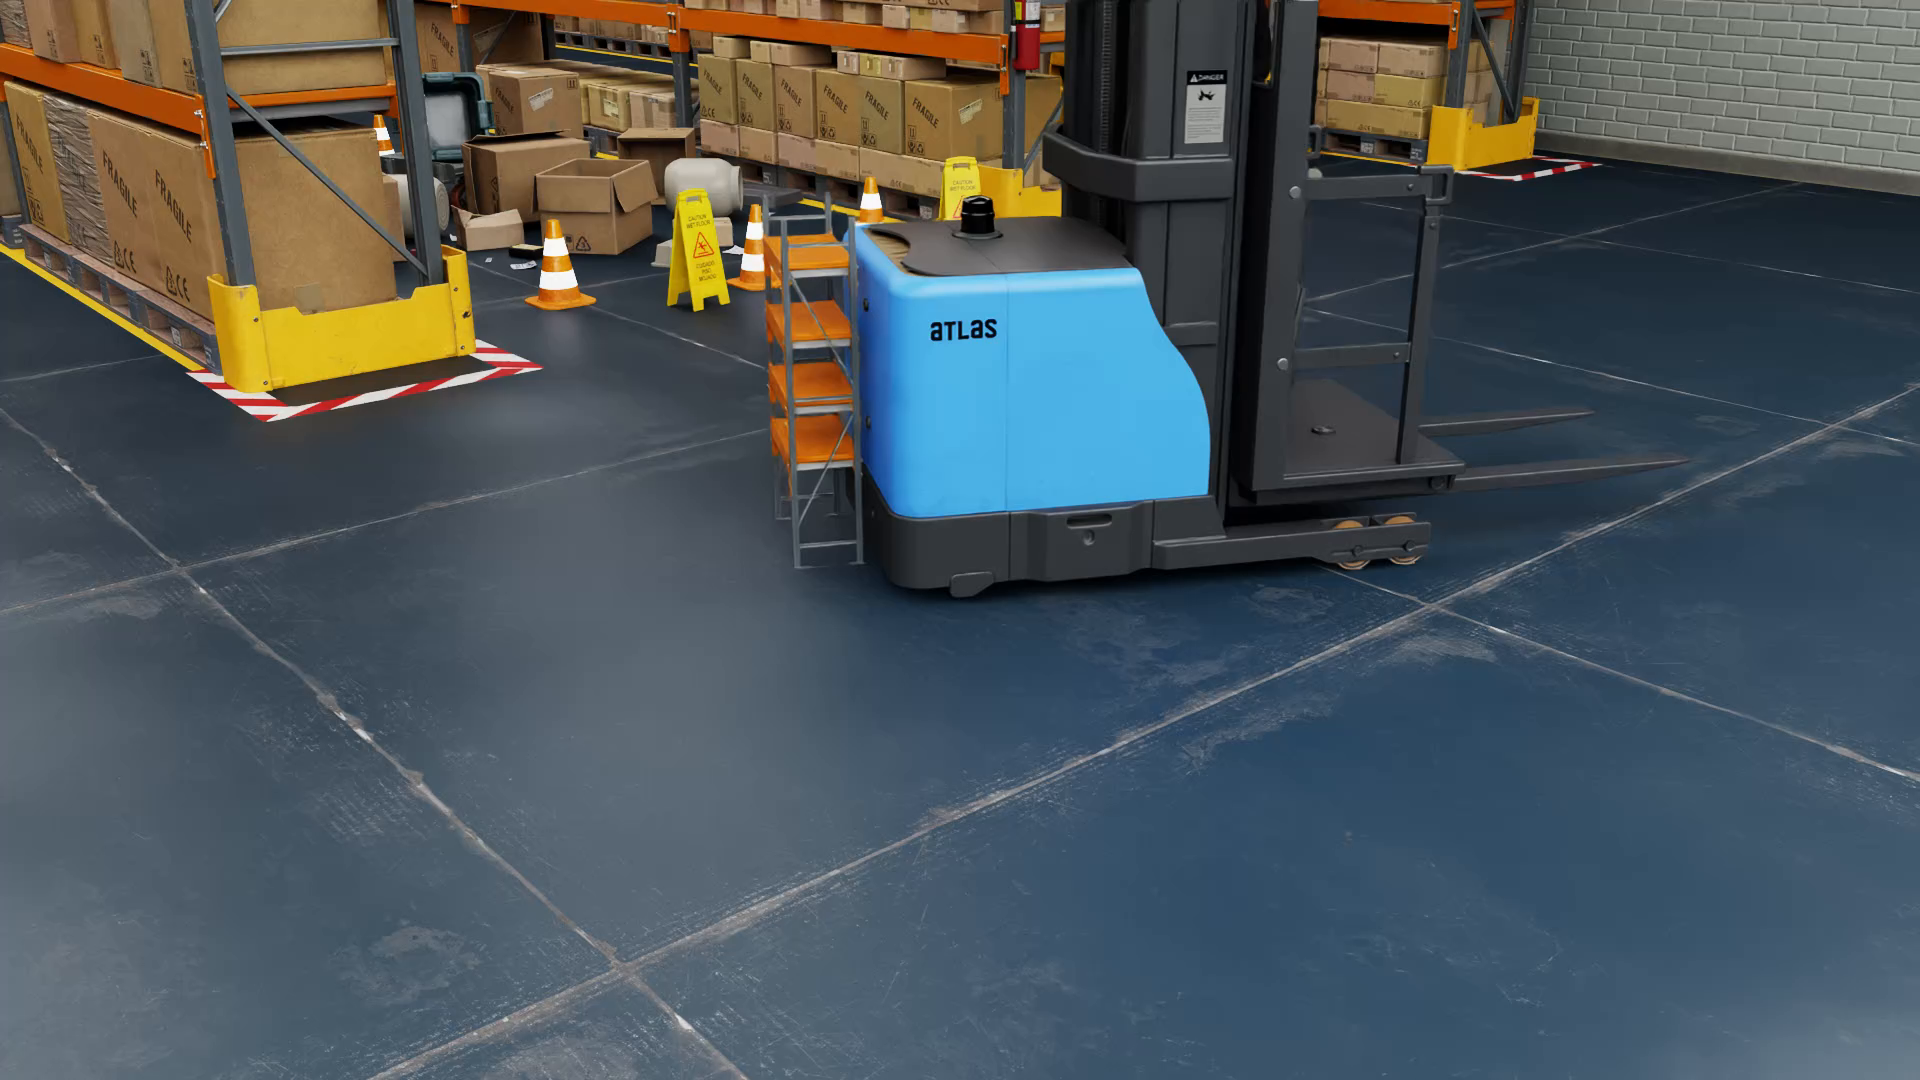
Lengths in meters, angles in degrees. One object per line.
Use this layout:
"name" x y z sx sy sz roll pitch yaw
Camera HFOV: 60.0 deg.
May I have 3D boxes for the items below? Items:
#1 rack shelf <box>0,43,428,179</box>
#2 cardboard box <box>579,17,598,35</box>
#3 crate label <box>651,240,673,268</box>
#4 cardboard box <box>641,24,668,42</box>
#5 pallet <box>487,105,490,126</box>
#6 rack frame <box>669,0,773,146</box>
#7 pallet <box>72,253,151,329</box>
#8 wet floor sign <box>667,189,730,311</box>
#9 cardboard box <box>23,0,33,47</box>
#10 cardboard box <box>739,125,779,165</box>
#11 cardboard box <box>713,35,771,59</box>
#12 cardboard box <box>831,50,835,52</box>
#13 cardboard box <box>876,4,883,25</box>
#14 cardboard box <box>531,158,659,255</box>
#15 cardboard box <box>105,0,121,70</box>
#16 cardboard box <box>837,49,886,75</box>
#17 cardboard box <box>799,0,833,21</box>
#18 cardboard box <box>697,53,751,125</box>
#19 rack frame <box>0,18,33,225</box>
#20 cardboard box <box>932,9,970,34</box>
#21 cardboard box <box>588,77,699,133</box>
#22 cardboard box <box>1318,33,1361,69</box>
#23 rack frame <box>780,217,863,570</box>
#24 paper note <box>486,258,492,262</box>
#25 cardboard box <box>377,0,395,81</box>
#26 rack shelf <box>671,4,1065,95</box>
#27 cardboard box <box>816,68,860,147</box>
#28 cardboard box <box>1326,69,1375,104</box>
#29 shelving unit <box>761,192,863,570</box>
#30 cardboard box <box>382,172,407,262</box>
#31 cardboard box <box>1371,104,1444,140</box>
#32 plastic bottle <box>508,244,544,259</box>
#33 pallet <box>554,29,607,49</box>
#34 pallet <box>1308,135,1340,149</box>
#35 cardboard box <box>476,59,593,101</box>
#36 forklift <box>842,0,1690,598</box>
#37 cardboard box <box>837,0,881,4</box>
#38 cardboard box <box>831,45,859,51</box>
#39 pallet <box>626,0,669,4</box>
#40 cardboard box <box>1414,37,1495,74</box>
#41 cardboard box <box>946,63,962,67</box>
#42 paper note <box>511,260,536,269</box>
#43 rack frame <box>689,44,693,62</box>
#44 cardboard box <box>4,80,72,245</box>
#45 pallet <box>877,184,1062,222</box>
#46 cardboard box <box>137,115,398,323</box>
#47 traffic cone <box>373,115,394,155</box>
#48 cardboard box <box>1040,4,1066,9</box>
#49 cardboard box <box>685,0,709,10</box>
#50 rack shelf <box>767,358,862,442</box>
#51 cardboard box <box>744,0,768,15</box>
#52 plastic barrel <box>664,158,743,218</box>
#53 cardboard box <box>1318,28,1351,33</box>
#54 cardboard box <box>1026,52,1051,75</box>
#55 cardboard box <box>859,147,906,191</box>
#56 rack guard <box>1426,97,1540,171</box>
"rack shelf" -4.298 -2.479 9.186 1.077 0.370 4.000 -17 27 -37
"cardboard box" -5.139 -7.665 24.294 0.700 0.500 0.500 -16 27 -35
"crate label" -1.746 -1.791 10.368 0.298 0.136 0.250 7 23 18
"cardboard box" -4.203 -7.071 23.097 0.396 0.266 0.258 -16 27 -36
"pallet" -4.022 -4.163 16.324 1.003 0.211 1.213 -17 27 -37
"rack frame" -1.920 -4.573 13.546 1.000 3.000 0.127 -17 27 -37
"pallet" -4.366 -1.502 9.529 1.003 0.211 1.213 -17 27 -37
"wet floor sign" -1.474 -1.628 9.257 0.232 0.644 0.267 17 27 36
"cardboard box" -4.978 -3.191 9.811 0.875 0.550 0.550 -17 27 -37
"cardboard box" -1.382 -3.116 13.021 0.500 0.250 0.500 -16 26 -34
"cardboard box" -1.703 -3.863 13.011 0.380 0.149 0.250 -17 27 -37
"cardboard box" -1.330 -3.738 13.580 0.500 0.500 0.500 -18 28 -38
"cardboard box" -0.367 -3.691 11.638 0.380 0.149 0.250 -17 27 -37
"cardboard box" -2.373 -2.188 10.880 0.637 0.503 0.797 3 22 9
"cardboard box" -3.915 -2.754 8.697 0.875 0.550 0.550 -17 27 -37
"cardboard box" -0.652 -3.422 11.885 0.380 0.149 0.250 -16 27 -35
"cardboard box" -0.943 -3.874 12.106 0.380 0.149 0.250 -18 27 -38
"cardboard box" -1.739 -3.610 13.254 0.500 0.500 0.500 -16 26 -35
"rack frame" -5.604 -3.366 10.466 1.000 3.000 0.127 -17 27 -37
"cardboard box" 0.036 -3.447 11.015 0.380 0.149 0.250 -18 28 -38
"cardboard box" -2.736 -3.887 14.822 0.950 0.372 0.625 -15 26 -34
"cardboard box" 3.238 -4.361 14.828 0.500 0.250 0.500 -17 27 -37
"rack frame" -0.454 -0.467 5.532 0.240 1.200 0.015 -5 22 -12
"paper note" -2.967 -1.764 10.473 0.032 0.001 0.123 -4 22 -10
"cardboard box" -6.081 -5.589 18.479 0.875 0.875 0.875 -16 27 -36
"rack shelf" -0.614 -3.685 12.266 1.077 0.370 4.000 -17 27 -37
"cardboard box" -0.697 -3.176 12.145 0.500 0.500 0.500 -18 28 -39
"cardboard box" 3.575 -3.999 14.591 0.500 0.250 0.500 -18 28 -38
"shelving unit" -0.510 -0.554 5.753 0.258 1.200 0.503 -5 22 -12
"cardboard box" -3.813 -2.019 10.450 0.500 0.500 0.500 -12 25 -28
"cardboard box" 3.903 -3.620 14.308 0.500 0.250 0.500 -17 27 -37
"plastic bottle" -2.780 -1.843 10.605 0.283 0.061 0.133 12 24 27
"pallet" -5.424 -7.531 24.923 1.003 0.211 1.213 -17 27 -37
"pallet" 3.126 -3.890 15.626 1.003 0.211 1.213 -17 27 -37
"cardboard box" -4.169 -4.491 16.365 0.950 0.372 0.625 -20 29 -41
"forklift" 1.144 -1.444 5.651 3.031 2.935 1.130 -5 22 -12
"cardboard box" -0.519 -4.015 11.578 0.500 0.500 0.500 -18 27 -38
"cardboard box" -1.212 -5.958 19.934 0.500 0.500 0.500 -16 27 -36
"pallet" -2.308 -4.729 14.208 1.003 0.211 1.213 -17 27 -37
"cardboard box" 4.279 -4.209 14.440 0.500 0.250 0.500 -18 28 -38
"cardboard box" -0.308 -3.311 12.491 0.500 0.500 0.500 -17 27 -36
"paper note" -2.703 -1.704 10.295 0.144 0.017 0.142 -8 23 -19
"rack frame" -3.384 -7.966 22.208 1.000 3.000 0.127 -17 27 -37
"cardboard box" -5.246 -2.382 10.291 0.875 0.875 0.875 -17 27 -37
"pallet" 0.138 -2.423 11.881 1.003 0.211 1.213 -17 27 -37
"cardboard box" -3.485 -1.639 8.393 0.875 0.875 0.875 -17 27 -37
"traffic cone" -4.737 -3.243 13.629 0.336 0.463 0.334 -17 27 -37
"cardboard box" 0.592 -3.849 11.154 0.500 0.500 0.500 -18 28 -38
"cardboard box" -1.957 -4.292 13.174 0.380 0.149 0.250 -18 27 -38
"rack shelf" -0.510 -0.491 5.777 0.258 0.148 0.480 -5 22 -12
"cardboard box" -1.421 -4.092 12.663 0.380 0.149 0.250 -16 27 -36
"plastic barrel" -1.804 -2.478 11.731 0.512 0.421 0.421 0 21 -1
"cardboard box" 3.302 -4.630 15.515 0.500 0.250 0.500 -18 28 -38
"cardboard box" 0.988 -5.203 17.835 0.875 0.625 0.625 -18 28 -38
"cardboard box" -0.372 -2.687 11.926 0.500 0.250 0.500 -17 27 -37
"rack guard" 4.465 -3.480 14.183 1.175 0.500 0.348 -17 27 -37
